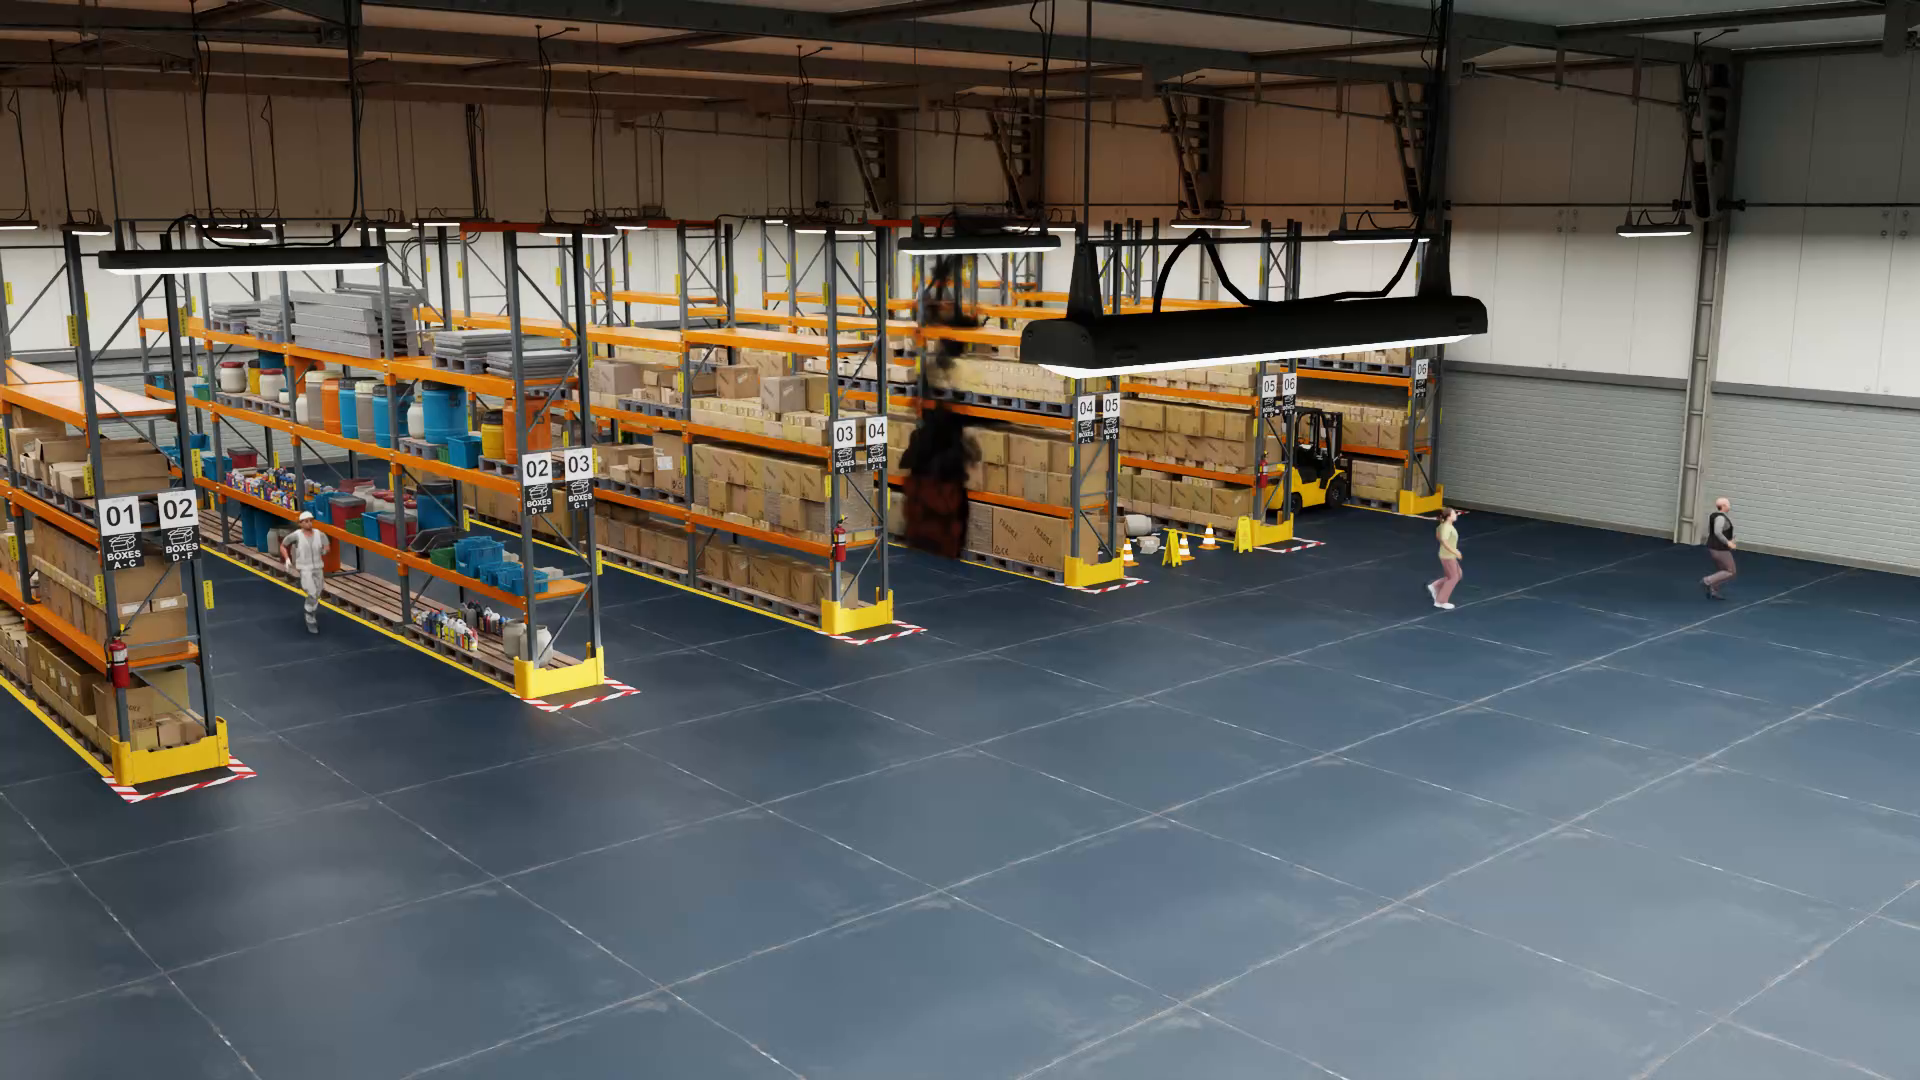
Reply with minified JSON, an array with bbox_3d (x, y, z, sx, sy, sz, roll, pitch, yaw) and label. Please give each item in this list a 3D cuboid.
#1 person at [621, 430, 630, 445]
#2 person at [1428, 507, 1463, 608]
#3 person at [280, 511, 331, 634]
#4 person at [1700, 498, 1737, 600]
[{"bbox_3d":[-8.453,-2.832,41.355,0.965,1.735,0.720,3,12,12],"label":"person"},{"bbox_3d":[7.735,0.276,26.415,0.535,1.633,0.584,2,12,10],"label":"person"},{"bbox_3d":[-9.757,0.483,24.965,0.767,1.842,0.651,10,15,42],"label":"person"},{"bbox_3d":[12.285,0.148,26.882,0.577,1.676,0.643,2,12,9],"label":"person"}]
